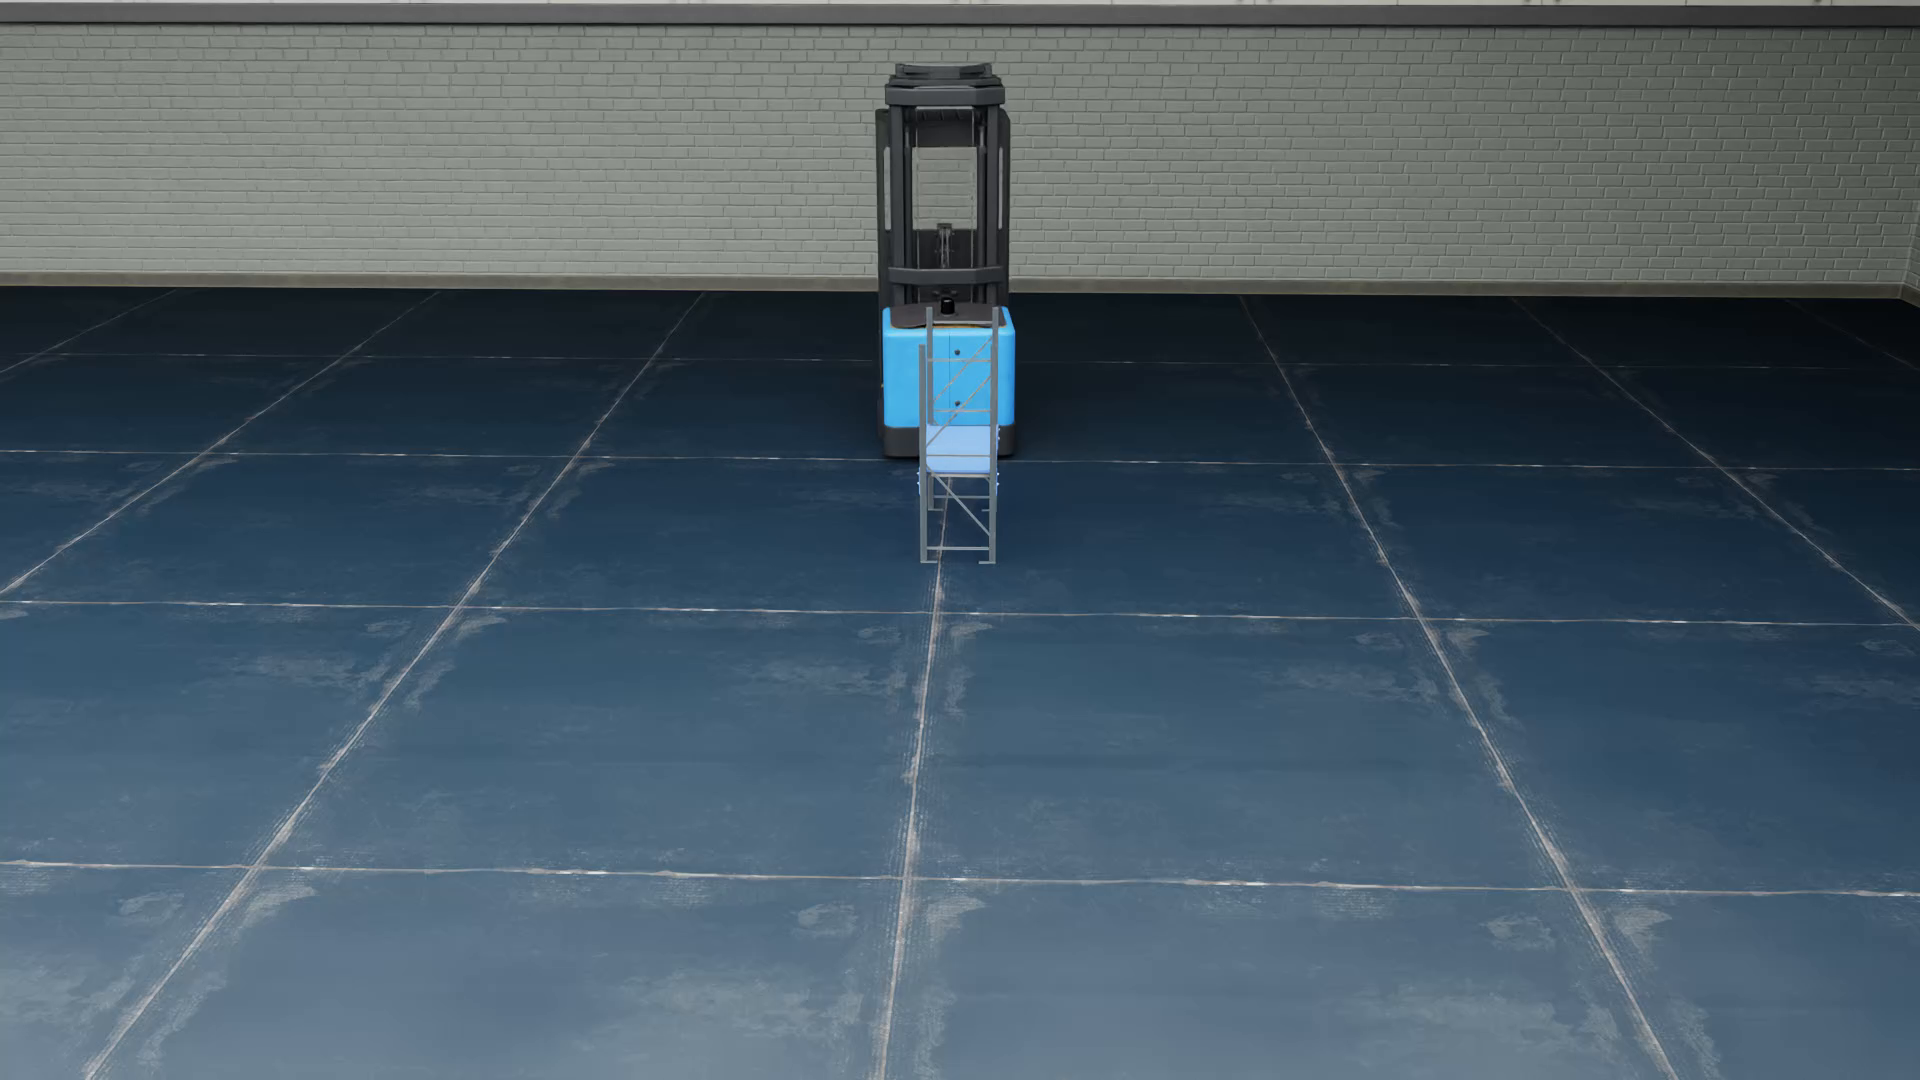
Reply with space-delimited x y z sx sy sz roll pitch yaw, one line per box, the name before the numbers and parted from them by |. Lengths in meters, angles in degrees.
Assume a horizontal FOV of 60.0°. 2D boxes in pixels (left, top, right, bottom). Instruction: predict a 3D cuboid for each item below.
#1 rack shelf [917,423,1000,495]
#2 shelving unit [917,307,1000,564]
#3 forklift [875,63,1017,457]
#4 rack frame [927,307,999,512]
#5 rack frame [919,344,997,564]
rack shelf | 0.003 -0.562 11.402 0.538 0.185 1.000 1 21 2
shelving unit | 0.003 -0.730 11.337 0.538 1.500 1.048 1 21 2
forklift | -0.149 -2.504 13.930 1.130 2.935 3.031 -1 21 -3
rack frame | 0.018 -0.914 11.811 0.500 1.500 0.032 1 21 2
rack frame | -0.013 -0.546 10.863 0.500 1.500 0.032 1 21 2
